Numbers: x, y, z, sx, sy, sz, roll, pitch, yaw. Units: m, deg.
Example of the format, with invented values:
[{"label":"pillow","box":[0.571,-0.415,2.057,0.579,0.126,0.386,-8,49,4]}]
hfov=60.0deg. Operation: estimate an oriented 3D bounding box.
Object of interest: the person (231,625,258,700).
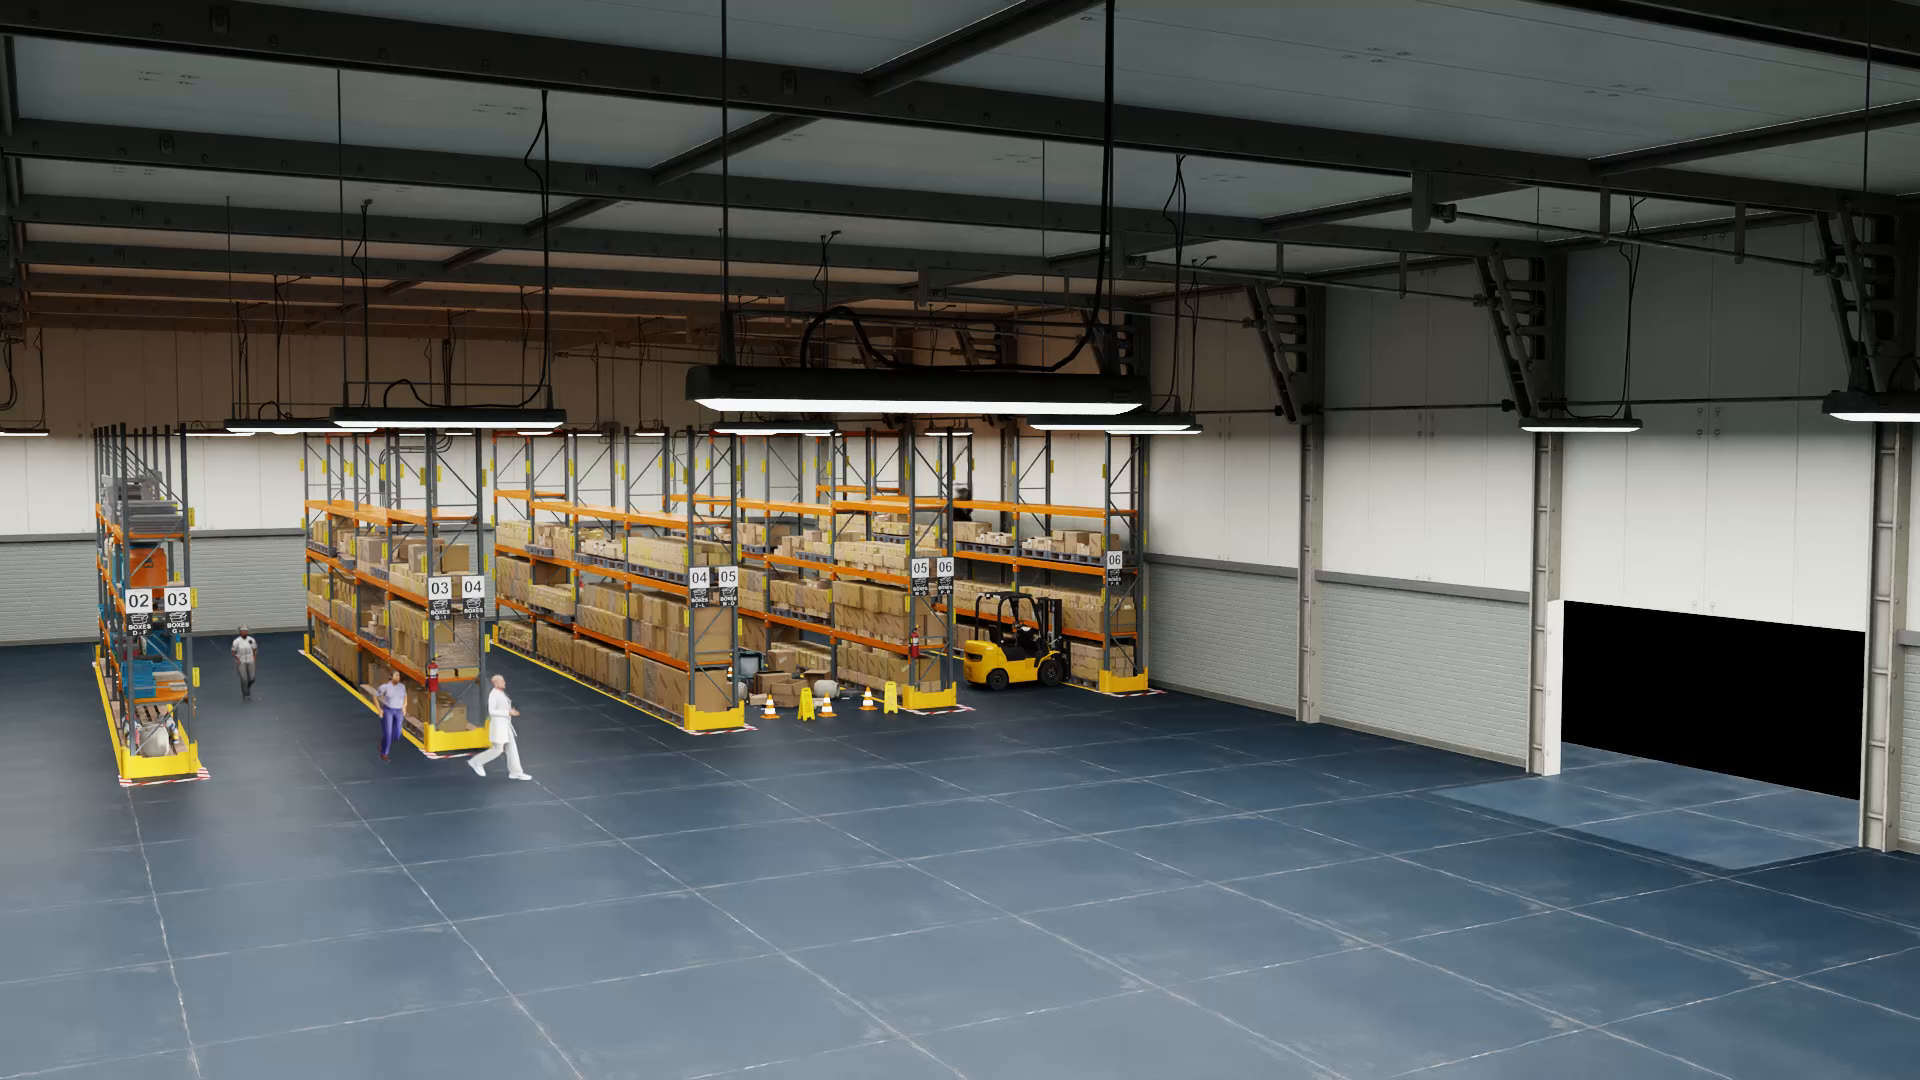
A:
[{"label":"person","box":[-15.724,2.680,36.568,0.555,1.654,0.550,-2,4,-33]}]

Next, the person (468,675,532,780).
[{"label":"person","box":[-7.694,3.135,27.776,1.040,1.772,0.710,0,3,3]}]

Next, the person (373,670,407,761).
[{"label":"person","box":[-10.241,3.141,29.919,0.595,1.616,0.646,3,5,45]}]

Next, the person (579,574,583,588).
[{"label":"person","box":[-11.337,1.883,49.562,0.871,1.730,0.663,-3,5,-42]}]
